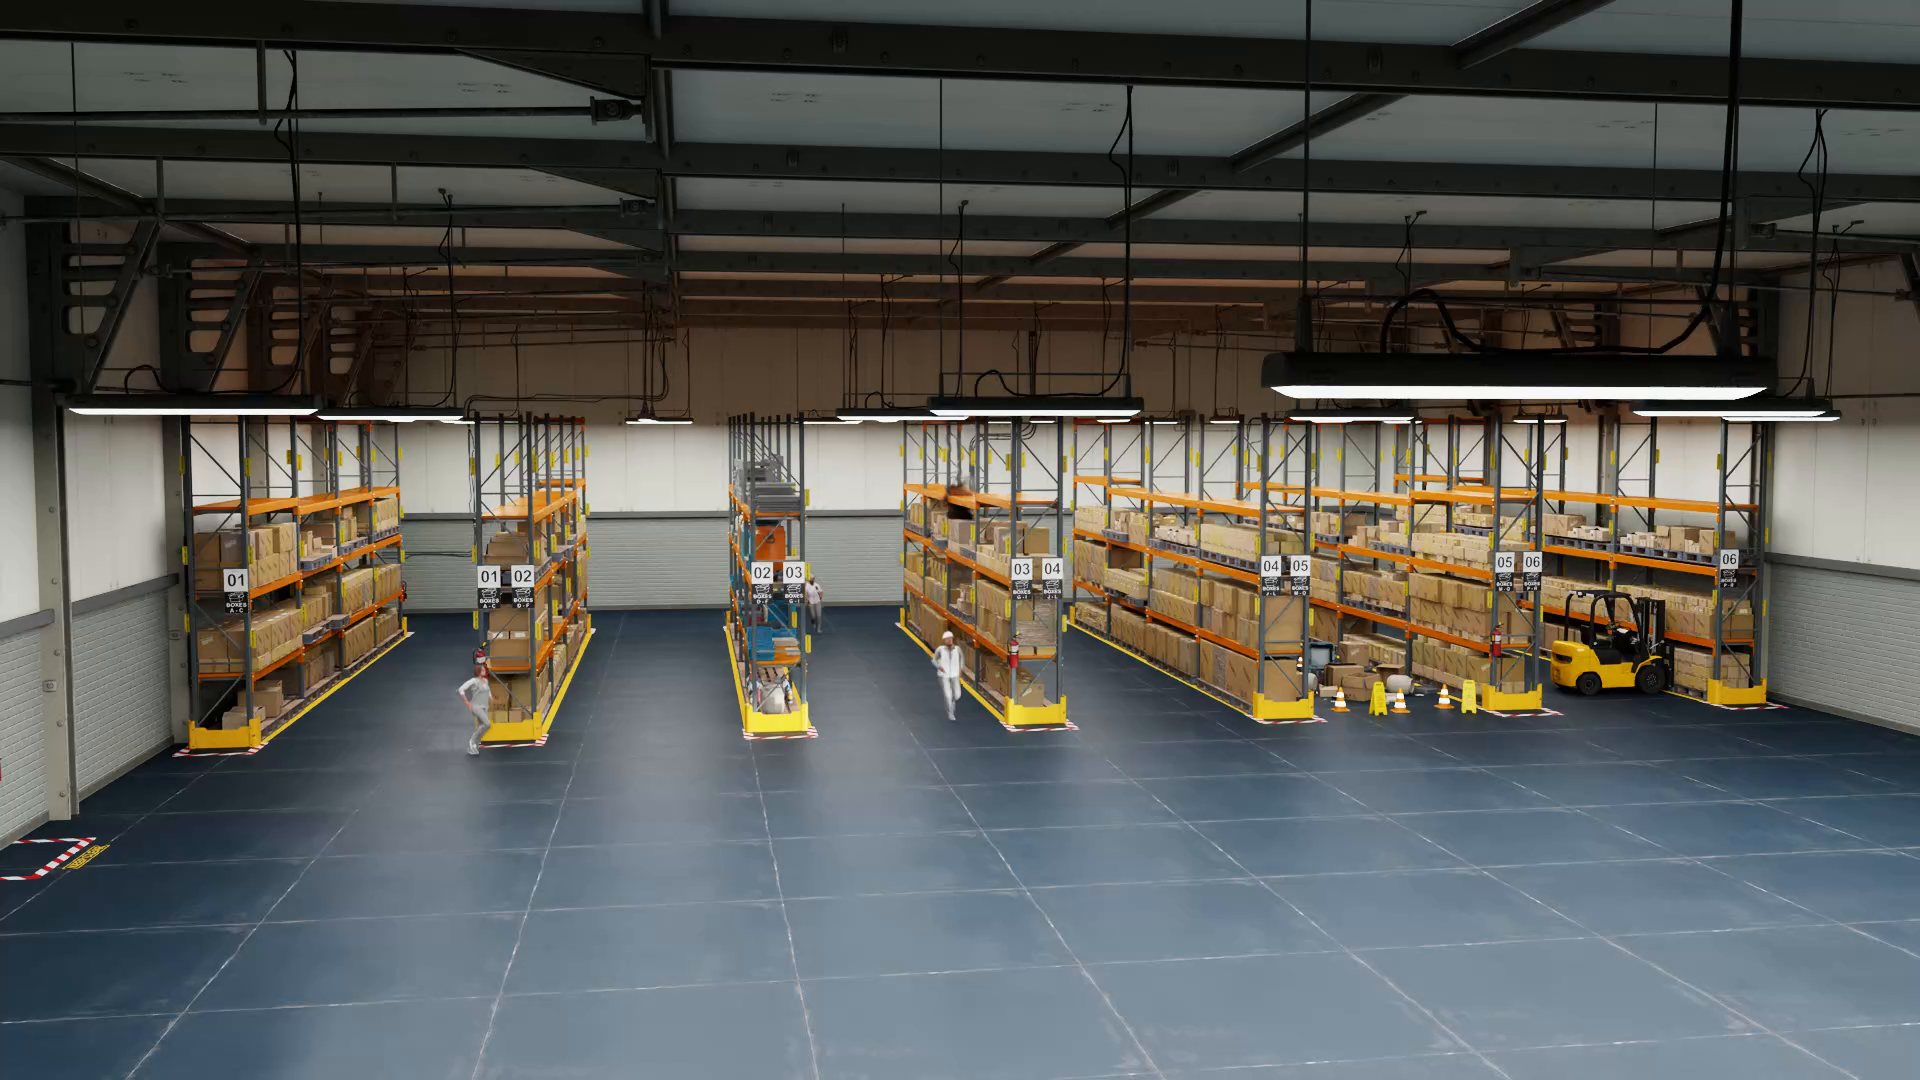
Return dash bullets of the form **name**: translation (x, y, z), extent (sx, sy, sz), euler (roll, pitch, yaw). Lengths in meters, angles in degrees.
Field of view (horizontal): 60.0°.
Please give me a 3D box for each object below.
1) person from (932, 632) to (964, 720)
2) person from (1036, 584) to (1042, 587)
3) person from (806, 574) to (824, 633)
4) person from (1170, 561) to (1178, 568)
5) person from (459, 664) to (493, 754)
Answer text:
- **person**: translation (-0.217, 2.650, 32.570), extent (0.672, 1.731, 0.572), euler (-1, 4, -12)
- **person**: translation (2.098, 1.622, 48.358), extent (0.613, 1.570, 0.508), euler (2, 4, 25)
- **person**: translation (-4.089, 1.763, 46.345), extent (0.597, 1.644, 0.599), euler (-1, 4, -17)
- **person**: translation (6.572, 1.471, 50.355), extent (0.658, 1.699, 0.677), euler (0, 4, -2)
- **person**: translation (-8.400, 2.964, 29.132), extent (0.540, 1.552, 0.556), euler (1, 4, 17)
